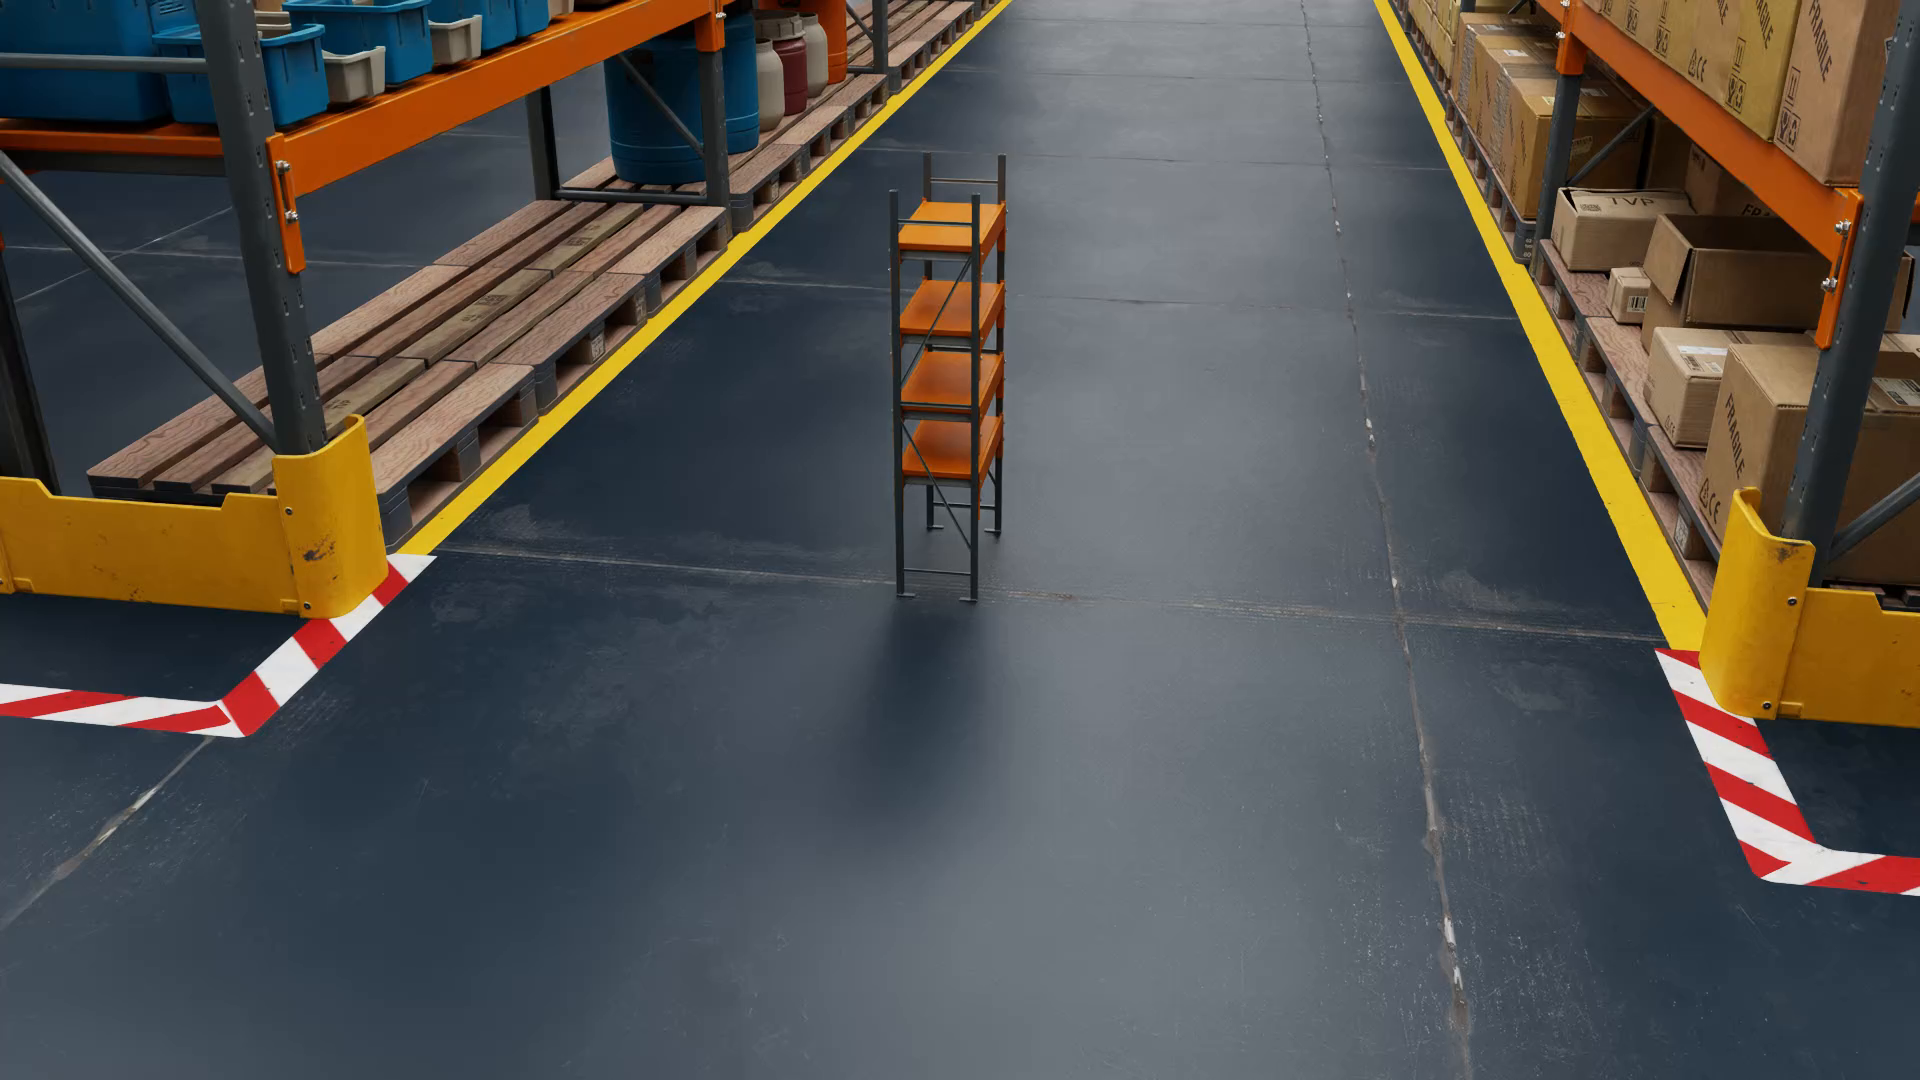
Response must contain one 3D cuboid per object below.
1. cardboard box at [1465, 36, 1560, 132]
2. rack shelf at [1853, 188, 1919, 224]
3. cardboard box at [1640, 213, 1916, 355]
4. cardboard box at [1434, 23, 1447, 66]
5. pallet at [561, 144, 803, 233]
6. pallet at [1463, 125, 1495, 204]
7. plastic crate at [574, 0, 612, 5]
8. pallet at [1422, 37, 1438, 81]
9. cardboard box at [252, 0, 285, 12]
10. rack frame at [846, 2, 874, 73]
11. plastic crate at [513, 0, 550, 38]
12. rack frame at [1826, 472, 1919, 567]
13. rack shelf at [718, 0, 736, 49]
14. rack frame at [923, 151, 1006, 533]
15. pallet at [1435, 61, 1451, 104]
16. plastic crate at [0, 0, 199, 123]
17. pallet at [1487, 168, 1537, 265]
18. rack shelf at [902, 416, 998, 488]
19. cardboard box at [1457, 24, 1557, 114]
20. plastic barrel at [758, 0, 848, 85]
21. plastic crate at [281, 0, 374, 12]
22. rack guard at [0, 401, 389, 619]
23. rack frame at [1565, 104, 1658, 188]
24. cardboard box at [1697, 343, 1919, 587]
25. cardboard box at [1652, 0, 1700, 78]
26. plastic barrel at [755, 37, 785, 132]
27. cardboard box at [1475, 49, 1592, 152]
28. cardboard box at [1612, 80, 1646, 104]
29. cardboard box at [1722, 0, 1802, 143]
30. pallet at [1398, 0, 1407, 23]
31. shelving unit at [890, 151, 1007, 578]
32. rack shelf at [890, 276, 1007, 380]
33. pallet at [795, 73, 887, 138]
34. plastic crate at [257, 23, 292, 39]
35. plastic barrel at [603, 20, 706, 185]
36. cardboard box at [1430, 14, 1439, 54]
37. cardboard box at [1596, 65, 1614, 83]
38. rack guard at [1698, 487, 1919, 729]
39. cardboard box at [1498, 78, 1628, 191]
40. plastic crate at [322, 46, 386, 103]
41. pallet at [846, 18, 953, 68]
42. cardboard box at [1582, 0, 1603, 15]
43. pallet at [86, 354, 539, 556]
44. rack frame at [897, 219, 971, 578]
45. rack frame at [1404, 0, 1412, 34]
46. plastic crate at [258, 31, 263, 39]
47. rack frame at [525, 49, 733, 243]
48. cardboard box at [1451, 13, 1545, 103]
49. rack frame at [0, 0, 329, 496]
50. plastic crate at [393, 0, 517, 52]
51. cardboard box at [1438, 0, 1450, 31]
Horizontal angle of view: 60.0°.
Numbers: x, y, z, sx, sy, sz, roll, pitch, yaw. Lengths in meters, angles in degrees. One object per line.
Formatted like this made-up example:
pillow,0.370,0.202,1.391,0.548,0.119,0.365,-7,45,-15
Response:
cardboard box,3.829,-3.251,11.026,1.136,0.551,3.017,3,25,7
rack shelf,2.886,-1.537,5.529,0.919,0.052,3.809,4,25,9
cardboard box,2.911,-0.861,5.977,0.797,0.503,0.637,4,25,9
cardboard box,3.792,-3.649,12.255,0.500,0.250,0.500,4,25,8
pallet,-1.506,-1.980,9.231,1.003,0.211,1.213,4,25,9
pallet,3.505,-2.170,9.637,1.003,0.211,1.213,4,25,9
plastic crate,-1.592,-2.339,6.962,0.437,0.125,0.590,4,25,9
pallet,4.241,-3.839,13.202,1.003,0.211,1.213,4,25,9
cardboard box,-5.817,-4.288,13.302,0.700,0.500,0.500,3,25,6
rack frame,-1.023,-4.596,11.531,0.949,2.616,0.053,4,25,9
plastic crate,-1.698,-1.958,6.022,0.416,0.233,0.300,4,25,9
rack frame,2.562,-0.905,3.645,0.949,2.616,0.053,4,25,9
rack shelf,-1.347,-3.434,9.896,1.077,0.370,4.000,4,25,9
rack frame,0.013,-0.576,5.066,0.240,1.200,0.015,4,25,9
pallet,1.155,-3.956,10.150,6.198,3.011,5.144,4,25,9
plastic crate,-2.457,-1.446,4.689,0.616,0.435,0.499,4,25,9
pallet,3.308,-1.658,8.544,1.003,0.211,1.213,4,25,9
rack shelf,-0.027,-0.269,4.944,0.221,0.050,0.457,4,25,9
cardboard box,3.430,-2.928,10.398,0.500,0.500,0.500,3,25,7
plastic barrel,-1.083,-3.598,11.462,0.600,0.830,0.708,4,25,9
plastic crate,-2.260,-1.875,5.958,0.298,0.136,0.250,4,25,9
rack guard,-2.318,-0.107,4.889,1.175,0.500,0.348,4,25,9
rack frame,3.216,-2.578,7.220,0.949,2.616,0.053,4,25,9
cardboard box,2.405,-0.217,4.605,0.500,0.500,0.500,4,25,9
cardboard box,2.614,-1.793,5.425,0.500,0.500,0.500,4,25,8
plastic barrel,-1.272,-2.739,10.003,0.421,0.512,0.421,0,25,0
cardboard box,3.263,-2.500,9.483,0.500,0.500,0.500,3,25,7
cardboard box,3.608,-2.055,8.531,0.500,0.500,0.500,4,25,9
cardboard box,2.445,-1.374,4.529,0.500,0.500,0.500,4,25,9
pallet,4.691,-4.991,15.664,1.003,0.211,1.213,4,25,9
shelving unit,-0.027,-0.475,4.850,0.258,1.200,0.499,4,25,9
rack shelf,-0.027,-0.616,4.781,0.258,0.148,0.480,4,25,9
pallet,-1.108,-3.000,11.411,1.003,0.211,1.213,4,25,9
plastic crate,-2.311,-1.632,5.438,0.396,0.136,0.243,4,25,9
plastic barrel,-1.568,-2.389,8.796,0.600,0.901,0.708,4,25,9
cardboard box,3.877,-3.859,12.704,0.500,0.250,0.500,5,25,10
cardboard box,3.697,-2.263,8.976,0.500,0.500,0.500,4,25,9
rack guard,2.571,0.195,4.244,1.175,0.500,0.348,4,25,9
cardboard box,3.099,-2.078,8.581,0.500,0.500,0.500,4,25,9
plastic crate,-1.828,-1.367,4.872,0.250,0.136,0.298,4,25,9
pallet,-0.653,-4.163,13.895,1.003,0.211,1.213,4,25,9
cardboard box,2.860,-2.429,6.784,0.500,0.500,0.500,5,25,10
pallet,-2.154,-0.329,5.705,1.003,0.211,1.213,4,25,9
rack frame,-0.068,-0.372,4.630,0.228,1.046,0.006,4,25,9
rack frame,4.520,-5.924,14.368,1.000,3.000,0.127,4,25,9
plastic crate,-2.373,-1.511,5.181,0.396,0.136,0.243,4,25,9
rack frame,-1.674,-2.923,7.957,1.000,3.000,0.127,4,25,9
cardboard box,3.510,-3.148,10.866,0.500,0.500,0.500,5,26,11
rack frame,-2.327,-1.250,4.382,1.000,3.000,0.127,4,25,9
plastic crate,-1.747,-1.833,5.754,0.416,0.233,0.300,4,25,9
cardboard box,3.787,-3.904,12.139,0.500,0.311,0.500,4,25,8
